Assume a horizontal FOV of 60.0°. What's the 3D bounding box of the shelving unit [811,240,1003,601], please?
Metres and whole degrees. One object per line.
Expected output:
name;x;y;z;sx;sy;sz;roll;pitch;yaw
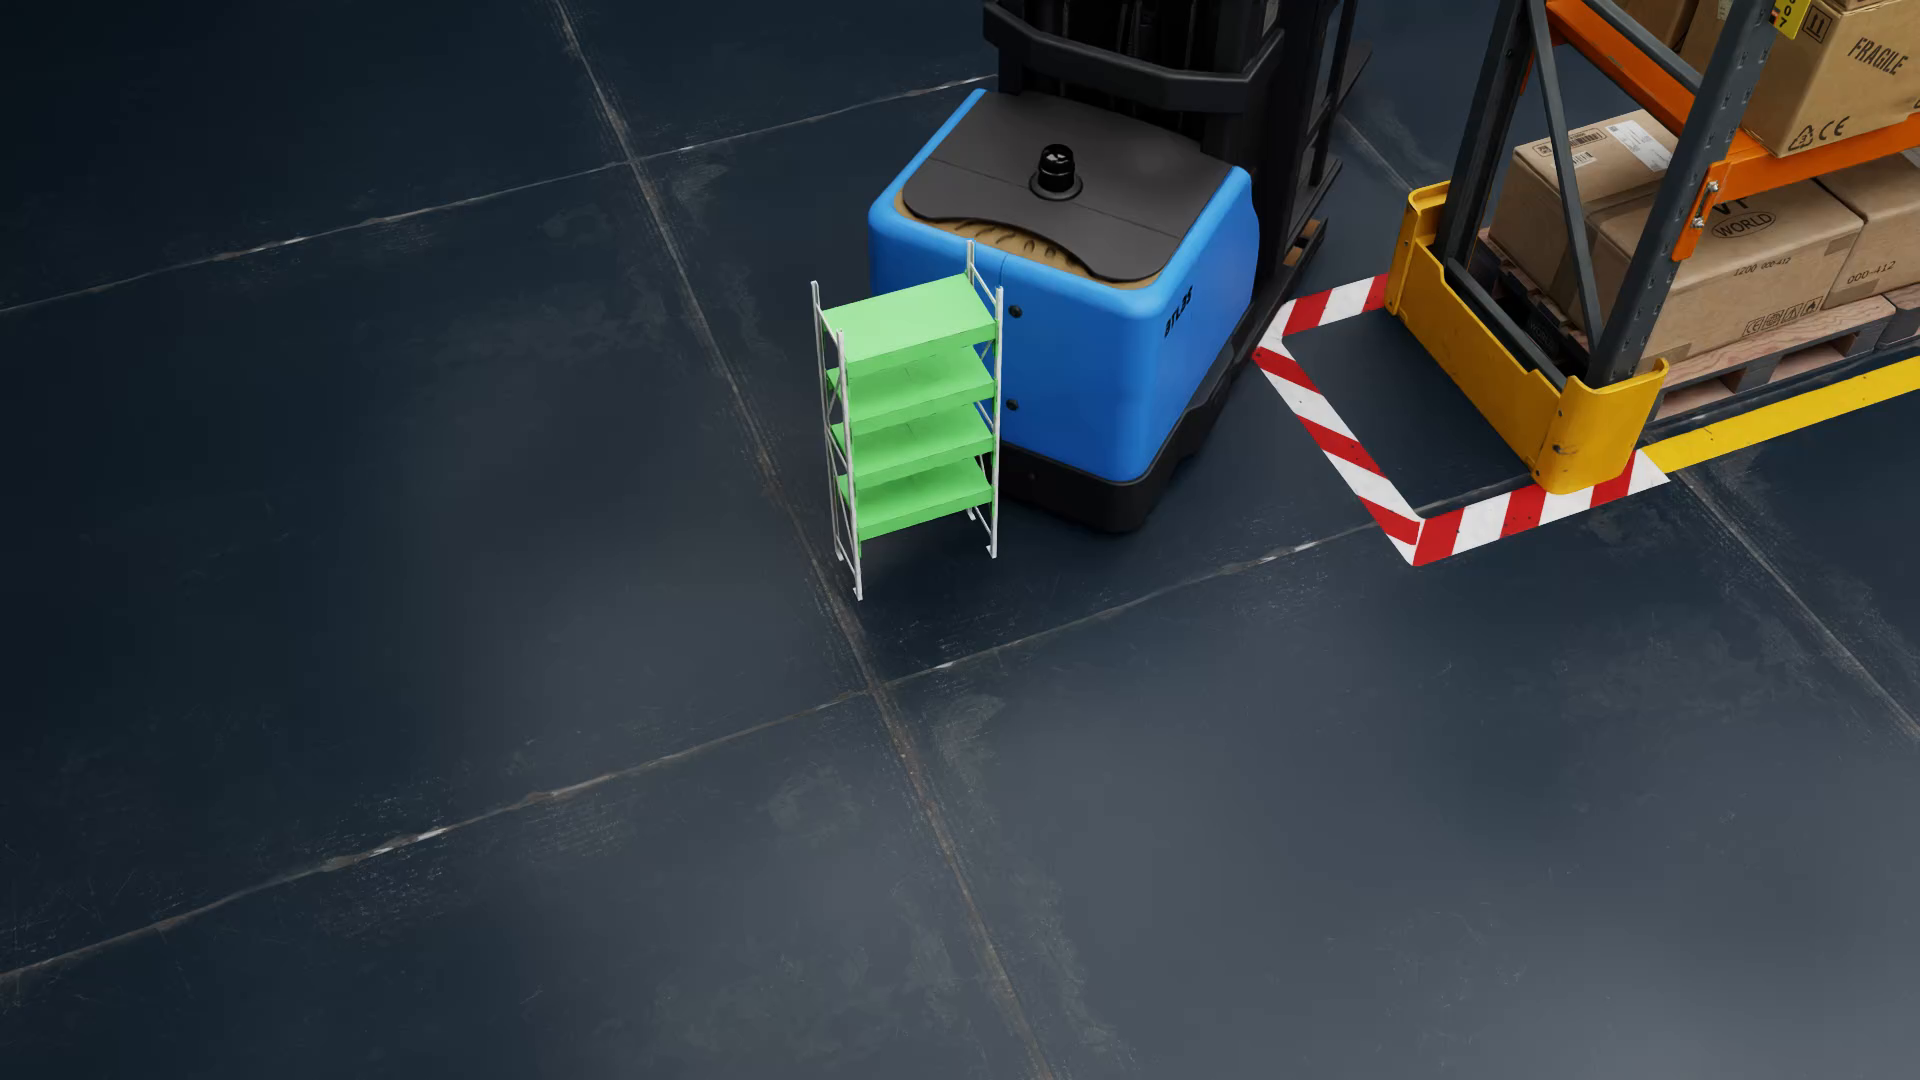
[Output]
shelving unit;-0.153;-0.343;5.254;0.503;1.200;0.258;-17;52;-14

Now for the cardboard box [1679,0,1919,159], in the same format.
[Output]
cardboard box;2.602;-1.557;5.044;0.500;0.500;0.500;-18;52;-15

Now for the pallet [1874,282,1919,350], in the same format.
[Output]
pallet;3.887;-1.311;6.737;1.213;0.211;1.003;-17;52;-14

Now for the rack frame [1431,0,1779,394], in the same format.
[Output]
rack frame;2.049;-1.588;5.137;0.127;3.000;1.000;-17;52;-14

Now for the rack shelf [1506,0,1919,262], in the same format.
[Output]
rack shelf;3.900;-1.927;5.902;4.000;0.370;1.077;-17;52;-14

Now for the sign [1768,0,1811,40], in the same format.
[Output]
sign;2.253;-1.504;4.442;0.005;0.325;0.100;-17;52;-14

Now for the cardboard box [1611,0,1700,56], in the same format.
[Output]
cardboard box;2.395;-1.945;5.377;0.500;0.500;0.500;-17;51;-14

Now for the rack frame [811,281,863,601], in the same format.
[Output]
rack frame;-0.379;-0.273;5.194;0.015;1.200;0.240;-17;52;-14

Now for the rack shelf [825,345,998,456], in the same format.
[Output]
rack shelf;-0.153;-0.458;5.120;0.480;0.148;0.258;-17;52;-14

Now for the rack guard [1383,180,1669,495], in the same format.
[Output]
rack guard;2.026;-0.767;6.079;0.348;0.500;1.175;-17;52;-14

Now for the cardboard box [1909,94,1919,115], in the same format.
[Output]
cardboard box;3.059;-1.721;5.185;0.500;0.500;0.500;-18;52;-15

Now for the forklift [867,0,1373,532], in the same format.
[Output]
forklift;0.822;-2.107;5.627;1.130;2.935;3.031;22;53;18

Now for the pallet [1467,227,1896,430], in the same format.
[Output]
pallet;2.759;-0.964;6.439;1.213;0.211;1.003;-17;52;-14

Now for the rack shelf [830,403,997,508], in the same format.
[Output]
rack shelf;-0.153;-0.302;5.303;0.480;0.148;0.258;-17;52;-14

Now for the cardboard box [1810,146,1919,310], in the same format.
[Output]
cardboard box;3.466;-1.418;6.403;0.875;0.438;0.875;-16;51;-13

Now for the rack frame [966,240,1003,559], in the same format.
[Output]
rack frame;0.073;-0.413;5.314;0.015;1.200;0.240;-17;52;-14

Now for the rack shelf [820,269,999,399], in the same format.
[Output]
rack shelf;-0.153;-0.615;4.938;0.480;0.148;0.258;-17;52;-14

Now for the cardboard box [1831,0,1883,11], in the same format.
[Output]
cardboard box;2.601;-1.884;4.666;0.500;0.500;0.500;-18;52;-15

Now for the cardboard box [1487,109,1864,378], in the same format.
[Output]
cardboard box;2.622;-1.150;6.172;0.875;0.438;0.875;-19;52;-15

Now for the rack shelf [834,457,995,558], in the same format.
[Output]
rack shelf;-0.153;-0.145;5.485;0.480;0.148;0.258;-17;52;-14
